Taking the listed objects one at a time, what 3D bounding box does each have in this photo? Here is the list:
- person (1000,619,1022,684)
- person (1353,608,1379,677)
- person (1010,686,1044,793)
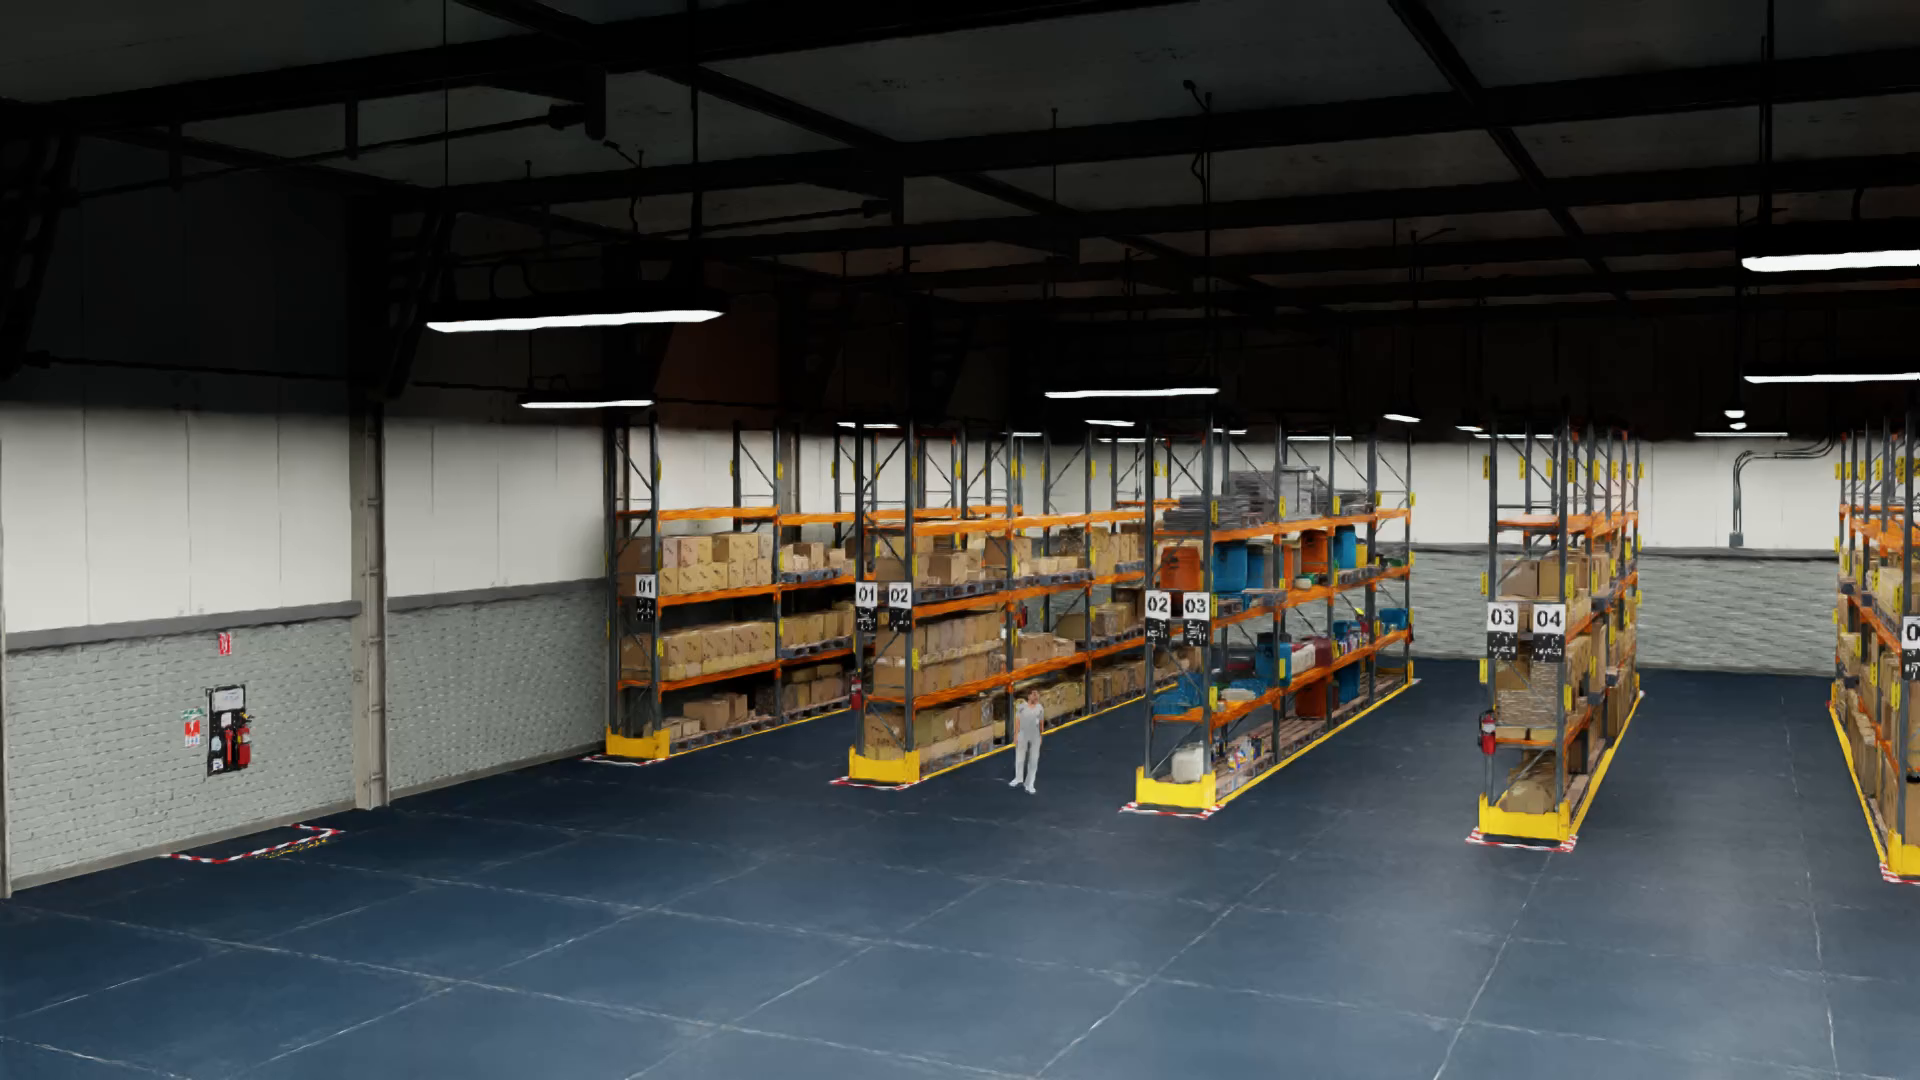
[{"bbox_3d":[1.131,2.565,37.383,0.566,1.704,1.122,1,3,27],"label":"person"},{"bbox_3d":[9.293,2.433,38.450,0.977,1.734,0.615,-2,3,-43],"label":"person"},{"bbox_3d":[1.043,3.084,25.943,0.513,1.659,0.534,0,2,-10],"label":"person"}]
